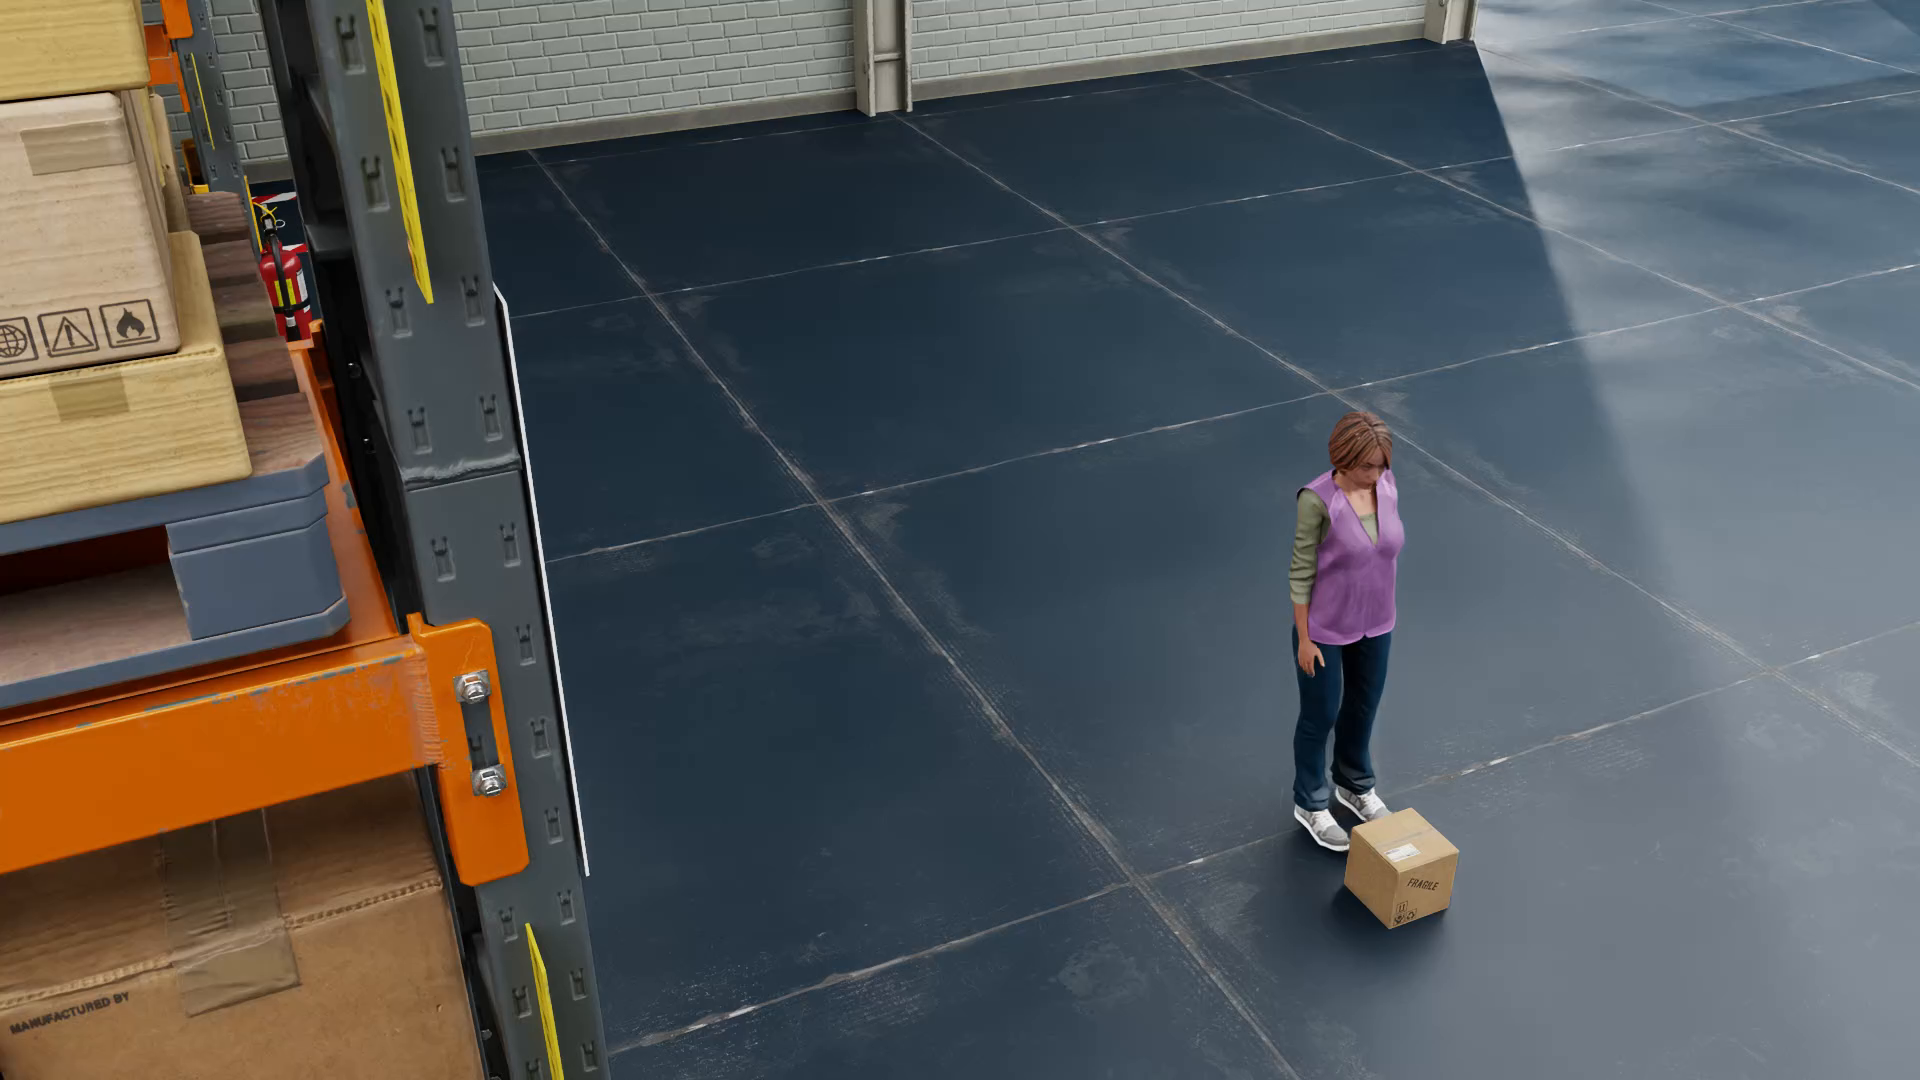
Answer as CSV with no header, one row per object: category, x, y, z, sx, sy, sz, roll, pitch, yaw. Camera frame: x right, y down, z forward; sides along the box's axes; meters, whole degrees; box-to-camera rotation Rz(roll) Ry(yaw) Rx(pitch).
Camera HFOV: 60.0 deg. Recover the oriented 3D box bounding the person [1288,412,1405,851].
person,1.305,0.337,5.588,0.440,1.560,0.384,-12,32,-20
